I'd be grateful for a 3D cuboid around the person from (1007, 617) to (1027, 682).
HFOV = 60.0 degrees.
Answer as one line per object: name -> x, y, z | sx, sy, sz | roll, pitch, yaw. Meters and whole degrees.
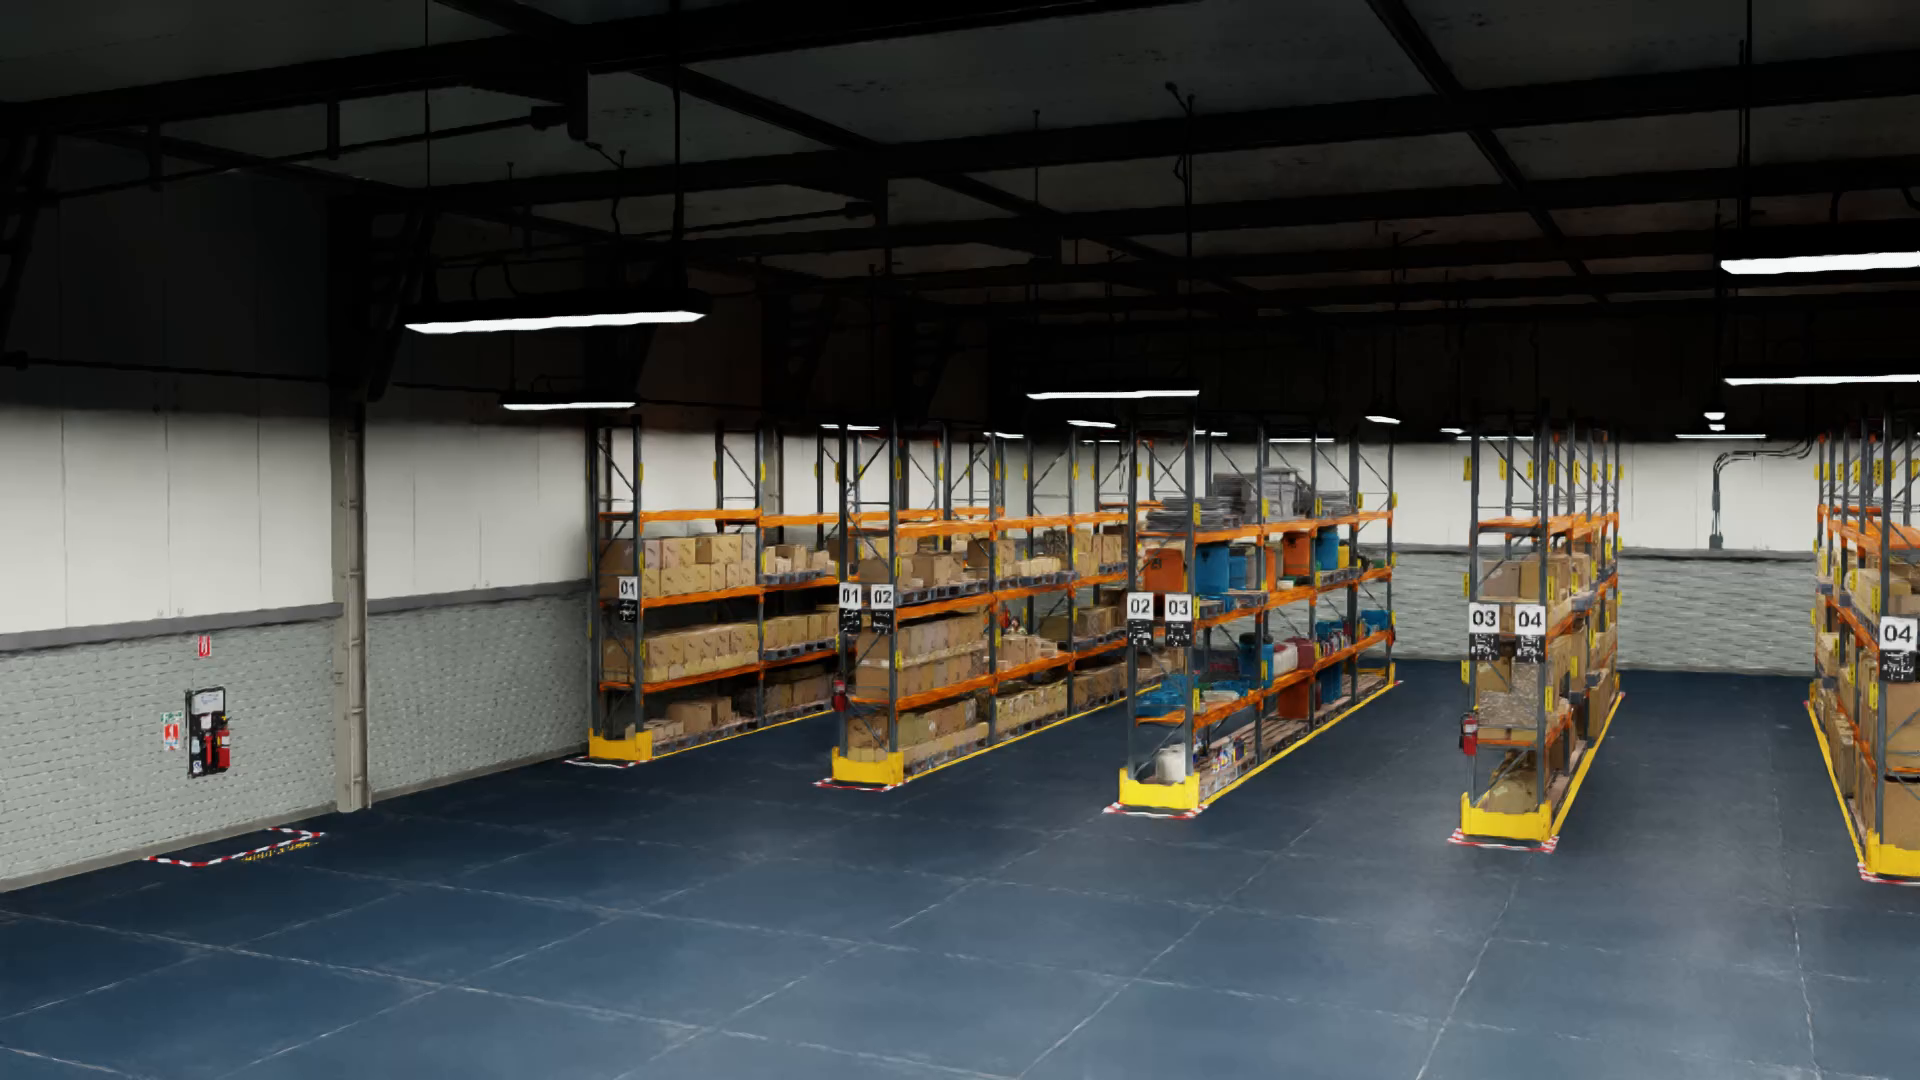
person -> 1.352, 2.597, 39.000 | 0.598, 1.619, 0.507 | 1, 3, 23
